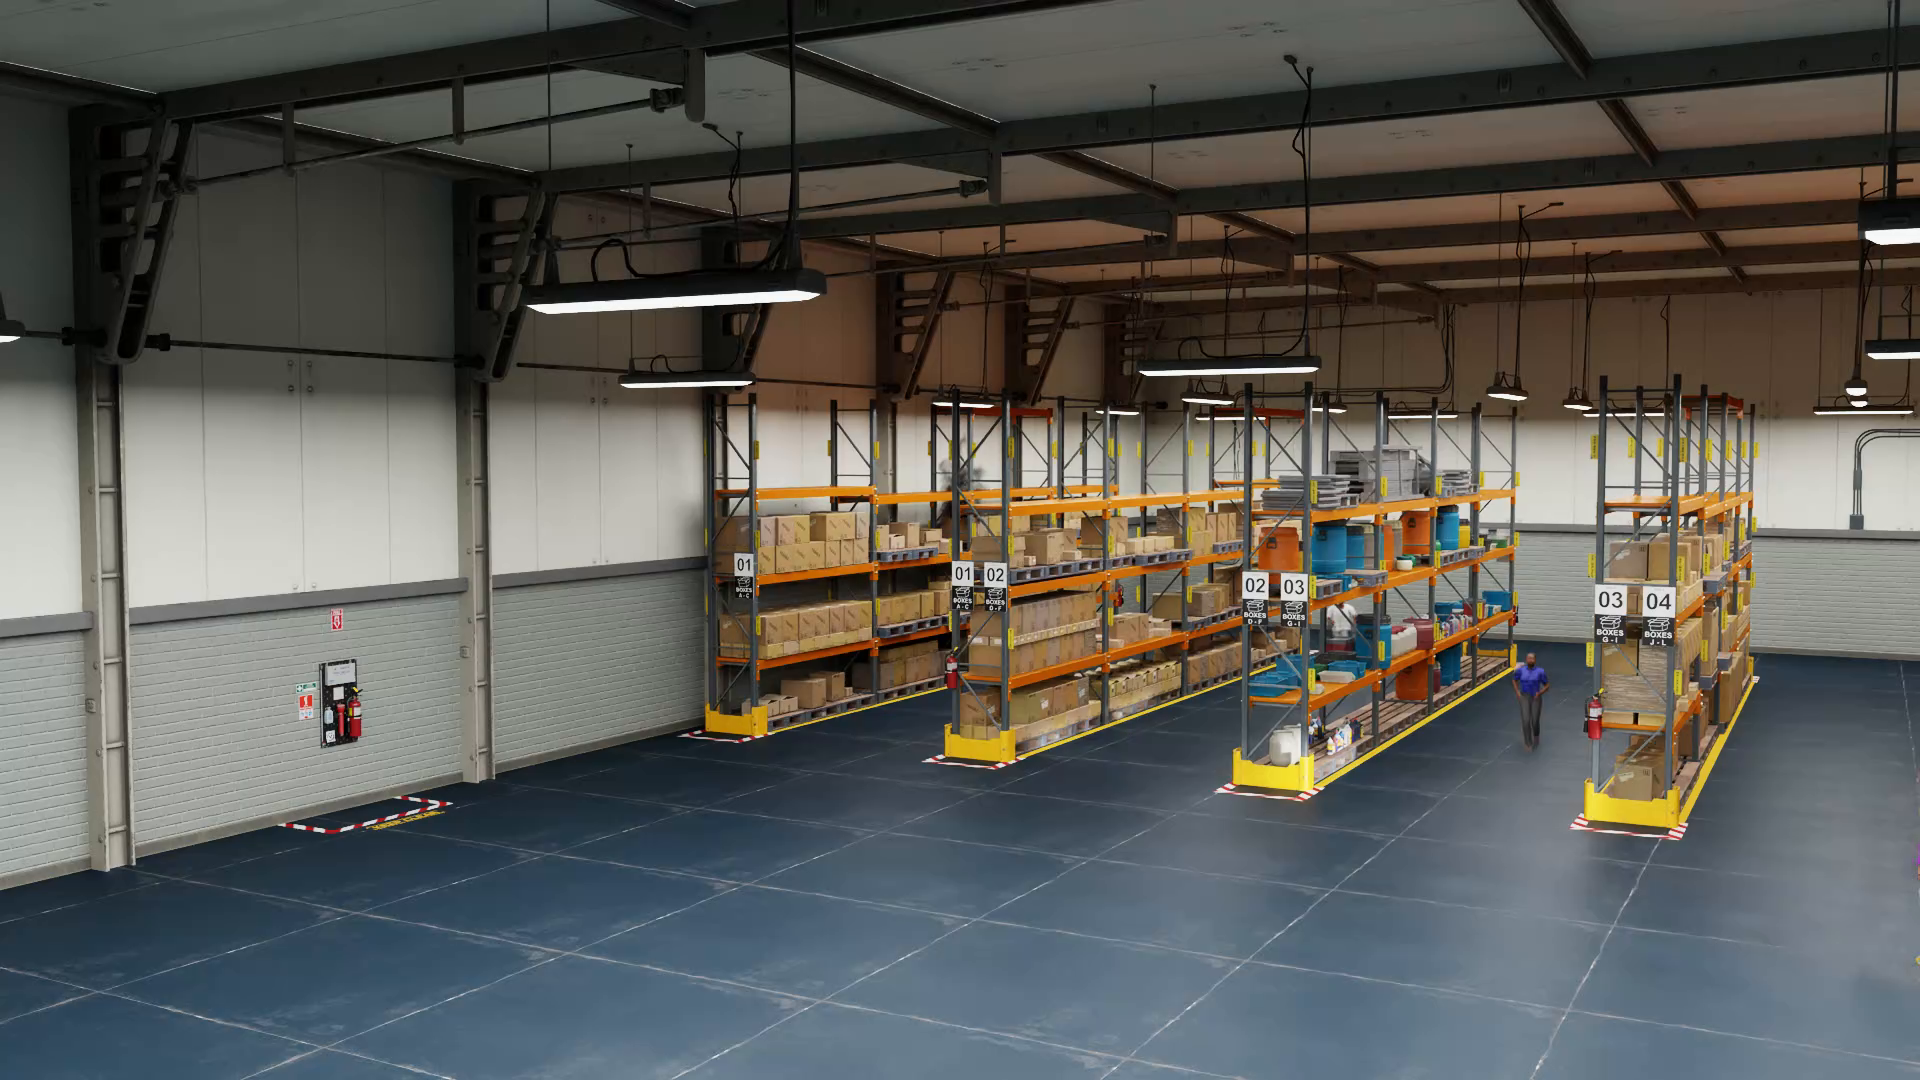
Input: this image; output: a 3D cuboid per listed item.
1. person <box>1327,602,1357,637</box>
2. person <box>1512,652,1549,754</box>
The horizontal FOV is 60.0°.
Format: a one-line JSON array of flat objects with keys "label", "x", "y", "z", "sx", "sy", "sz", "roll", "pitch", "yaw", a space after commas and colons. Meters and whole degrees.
[{"label": "person", "x": 8.715, "y": 2.066, "z": 38.093, "sx": 0.674, "sy": 1.735, "sz": 0.756, "roll": 1, "pitch": 3, "yaw": 20}, {"label": "person", "x": 9.518, "y": 2.701, "z": 27.754, "sx": 0.589, "sy": 1.633, "sz": 0.730, "roll": 1, "pitch": 3, "yaw": 22}]
